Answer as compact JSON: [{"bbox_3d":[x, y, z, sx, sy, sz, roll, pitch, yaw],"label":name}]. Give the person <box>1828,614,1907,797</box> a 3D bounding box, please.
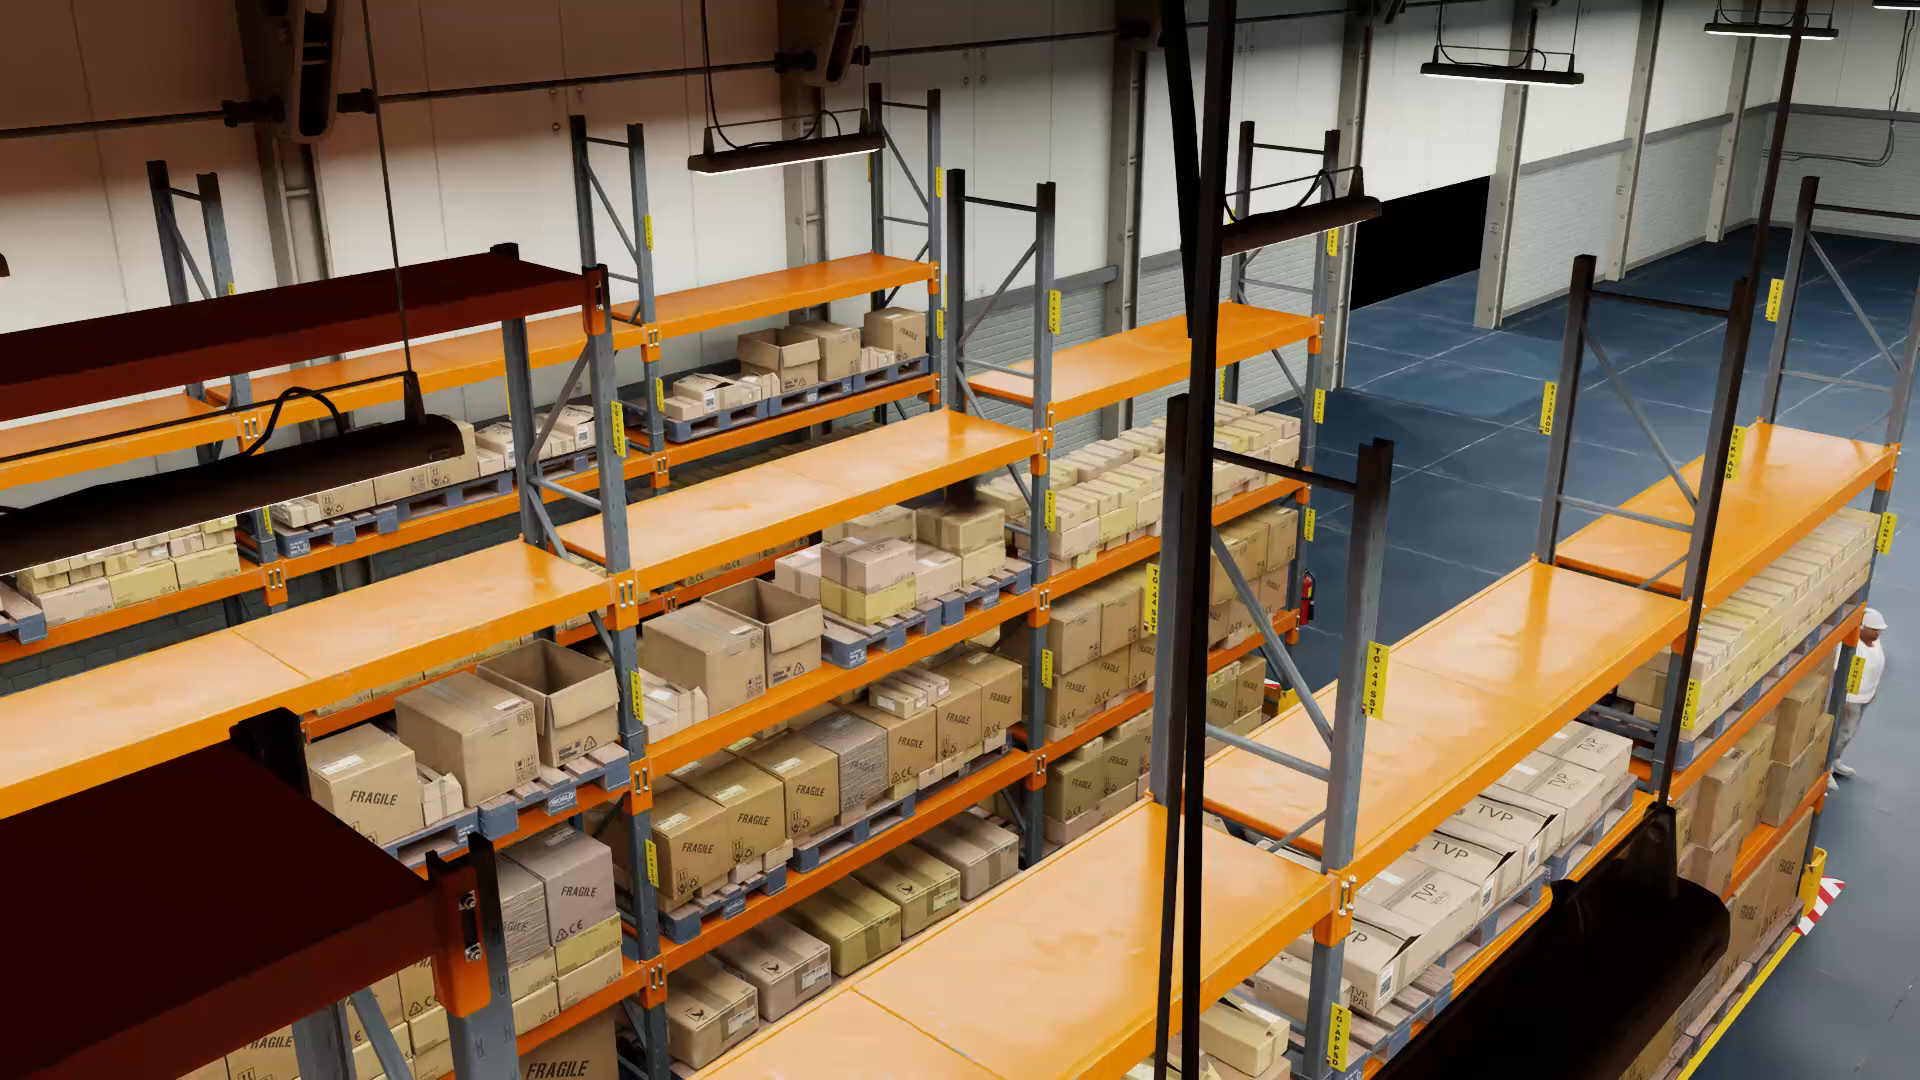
[{"bbox_3d":[8.501,1.513,15.724,0.434,1.764,0.794,-7,22,-18],"label":"person"}]
